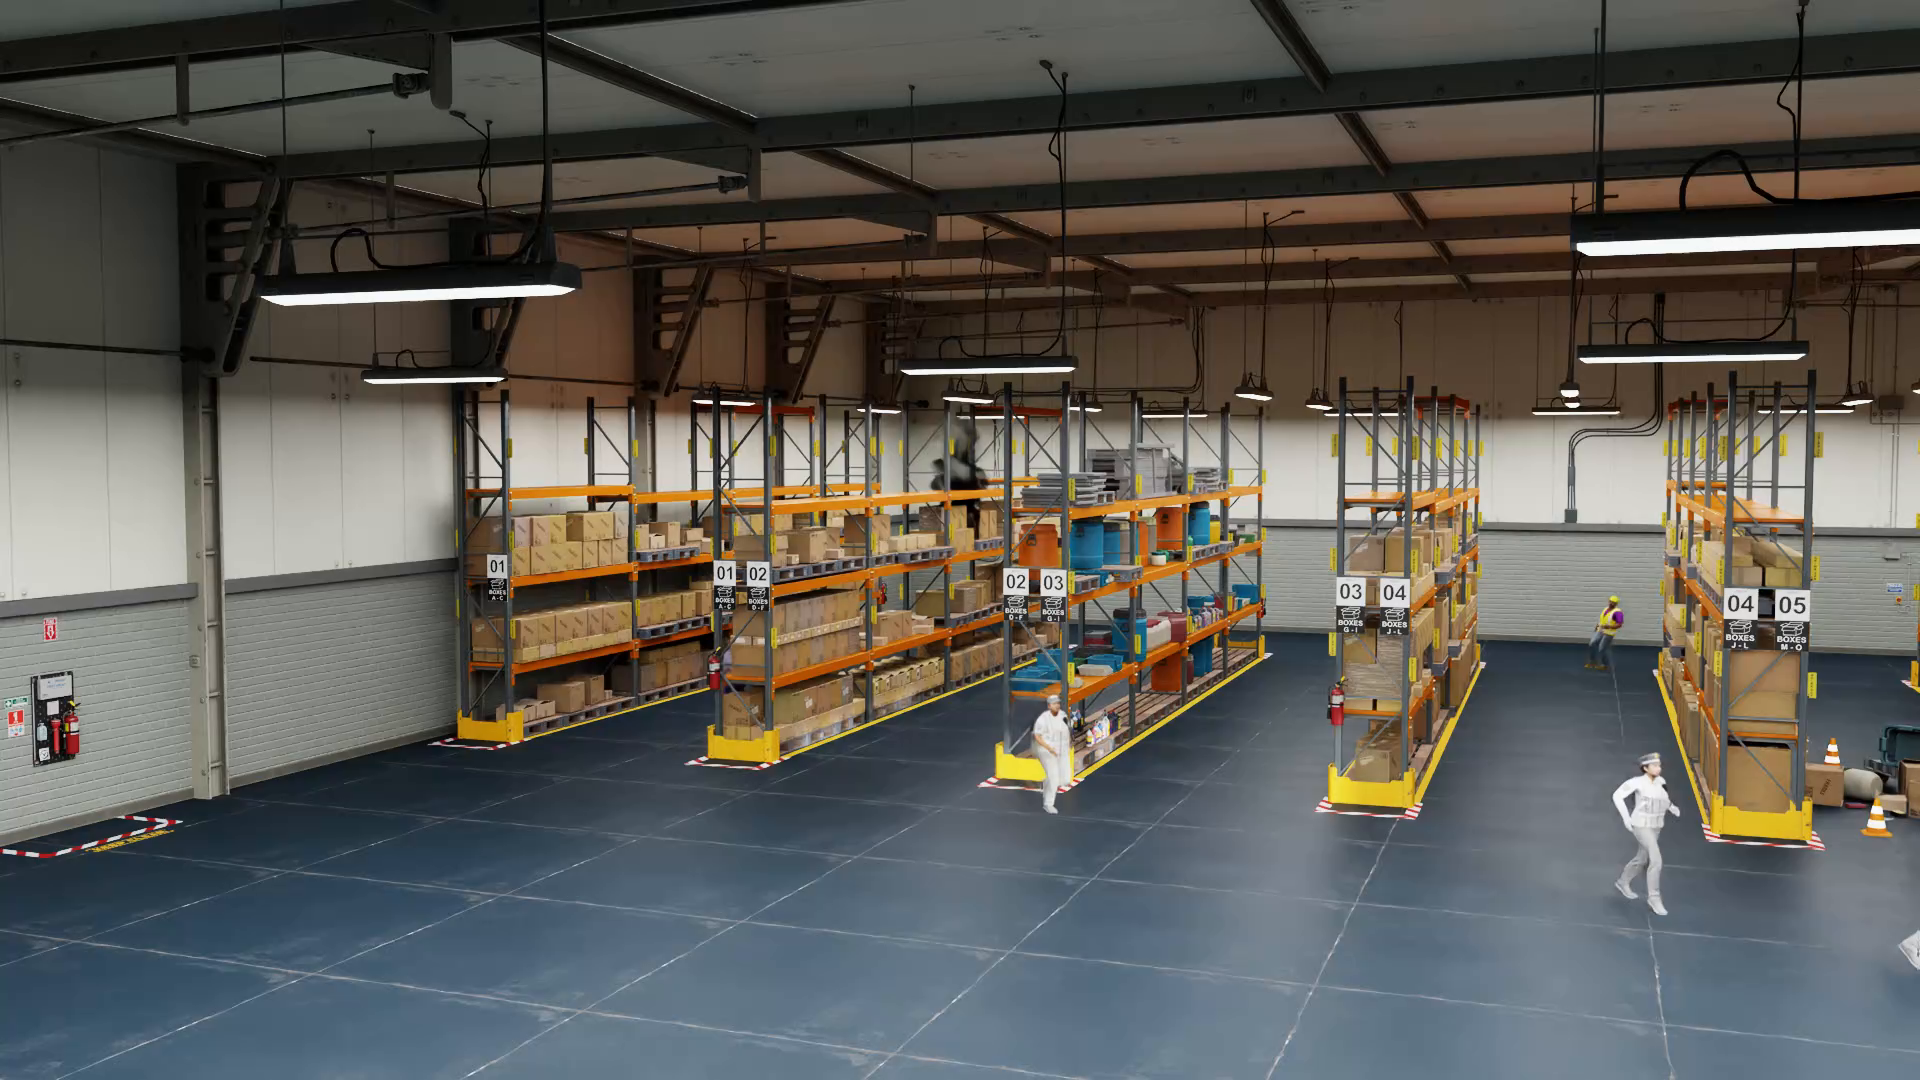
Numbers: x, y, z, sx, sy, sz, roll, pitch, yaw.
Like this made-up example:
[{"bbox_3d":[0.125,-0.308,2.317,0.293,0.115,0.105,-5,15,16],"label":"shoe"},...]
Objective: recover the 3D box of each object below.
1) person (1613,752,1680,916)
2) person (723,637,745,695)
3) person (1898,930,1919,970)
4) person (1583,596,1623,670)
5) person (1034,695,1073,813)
[{"bbox_3d":[7.485,3.161,18.149,0.600,1.743,0.767,-2,4,-31],"label":"person"},{"bbox_3d":[-4.065,2.553,29.738,0.570,1.688,0.796,1,3,16],"label":"person"},{"bbox_3d":[9.300,3.241,15.454,0.662,1.782,0.949,-2,4,-34],"label":"person"},{"bbox_3d":[14.486,2.099,37.397,0.595,1.714,0.803,-1,3,-19],"label":"person"},{"bbox_3d":[1.287,2.947,22.948,0.623,1.629,0.620,-2,4,-29],"label":"person"}]
